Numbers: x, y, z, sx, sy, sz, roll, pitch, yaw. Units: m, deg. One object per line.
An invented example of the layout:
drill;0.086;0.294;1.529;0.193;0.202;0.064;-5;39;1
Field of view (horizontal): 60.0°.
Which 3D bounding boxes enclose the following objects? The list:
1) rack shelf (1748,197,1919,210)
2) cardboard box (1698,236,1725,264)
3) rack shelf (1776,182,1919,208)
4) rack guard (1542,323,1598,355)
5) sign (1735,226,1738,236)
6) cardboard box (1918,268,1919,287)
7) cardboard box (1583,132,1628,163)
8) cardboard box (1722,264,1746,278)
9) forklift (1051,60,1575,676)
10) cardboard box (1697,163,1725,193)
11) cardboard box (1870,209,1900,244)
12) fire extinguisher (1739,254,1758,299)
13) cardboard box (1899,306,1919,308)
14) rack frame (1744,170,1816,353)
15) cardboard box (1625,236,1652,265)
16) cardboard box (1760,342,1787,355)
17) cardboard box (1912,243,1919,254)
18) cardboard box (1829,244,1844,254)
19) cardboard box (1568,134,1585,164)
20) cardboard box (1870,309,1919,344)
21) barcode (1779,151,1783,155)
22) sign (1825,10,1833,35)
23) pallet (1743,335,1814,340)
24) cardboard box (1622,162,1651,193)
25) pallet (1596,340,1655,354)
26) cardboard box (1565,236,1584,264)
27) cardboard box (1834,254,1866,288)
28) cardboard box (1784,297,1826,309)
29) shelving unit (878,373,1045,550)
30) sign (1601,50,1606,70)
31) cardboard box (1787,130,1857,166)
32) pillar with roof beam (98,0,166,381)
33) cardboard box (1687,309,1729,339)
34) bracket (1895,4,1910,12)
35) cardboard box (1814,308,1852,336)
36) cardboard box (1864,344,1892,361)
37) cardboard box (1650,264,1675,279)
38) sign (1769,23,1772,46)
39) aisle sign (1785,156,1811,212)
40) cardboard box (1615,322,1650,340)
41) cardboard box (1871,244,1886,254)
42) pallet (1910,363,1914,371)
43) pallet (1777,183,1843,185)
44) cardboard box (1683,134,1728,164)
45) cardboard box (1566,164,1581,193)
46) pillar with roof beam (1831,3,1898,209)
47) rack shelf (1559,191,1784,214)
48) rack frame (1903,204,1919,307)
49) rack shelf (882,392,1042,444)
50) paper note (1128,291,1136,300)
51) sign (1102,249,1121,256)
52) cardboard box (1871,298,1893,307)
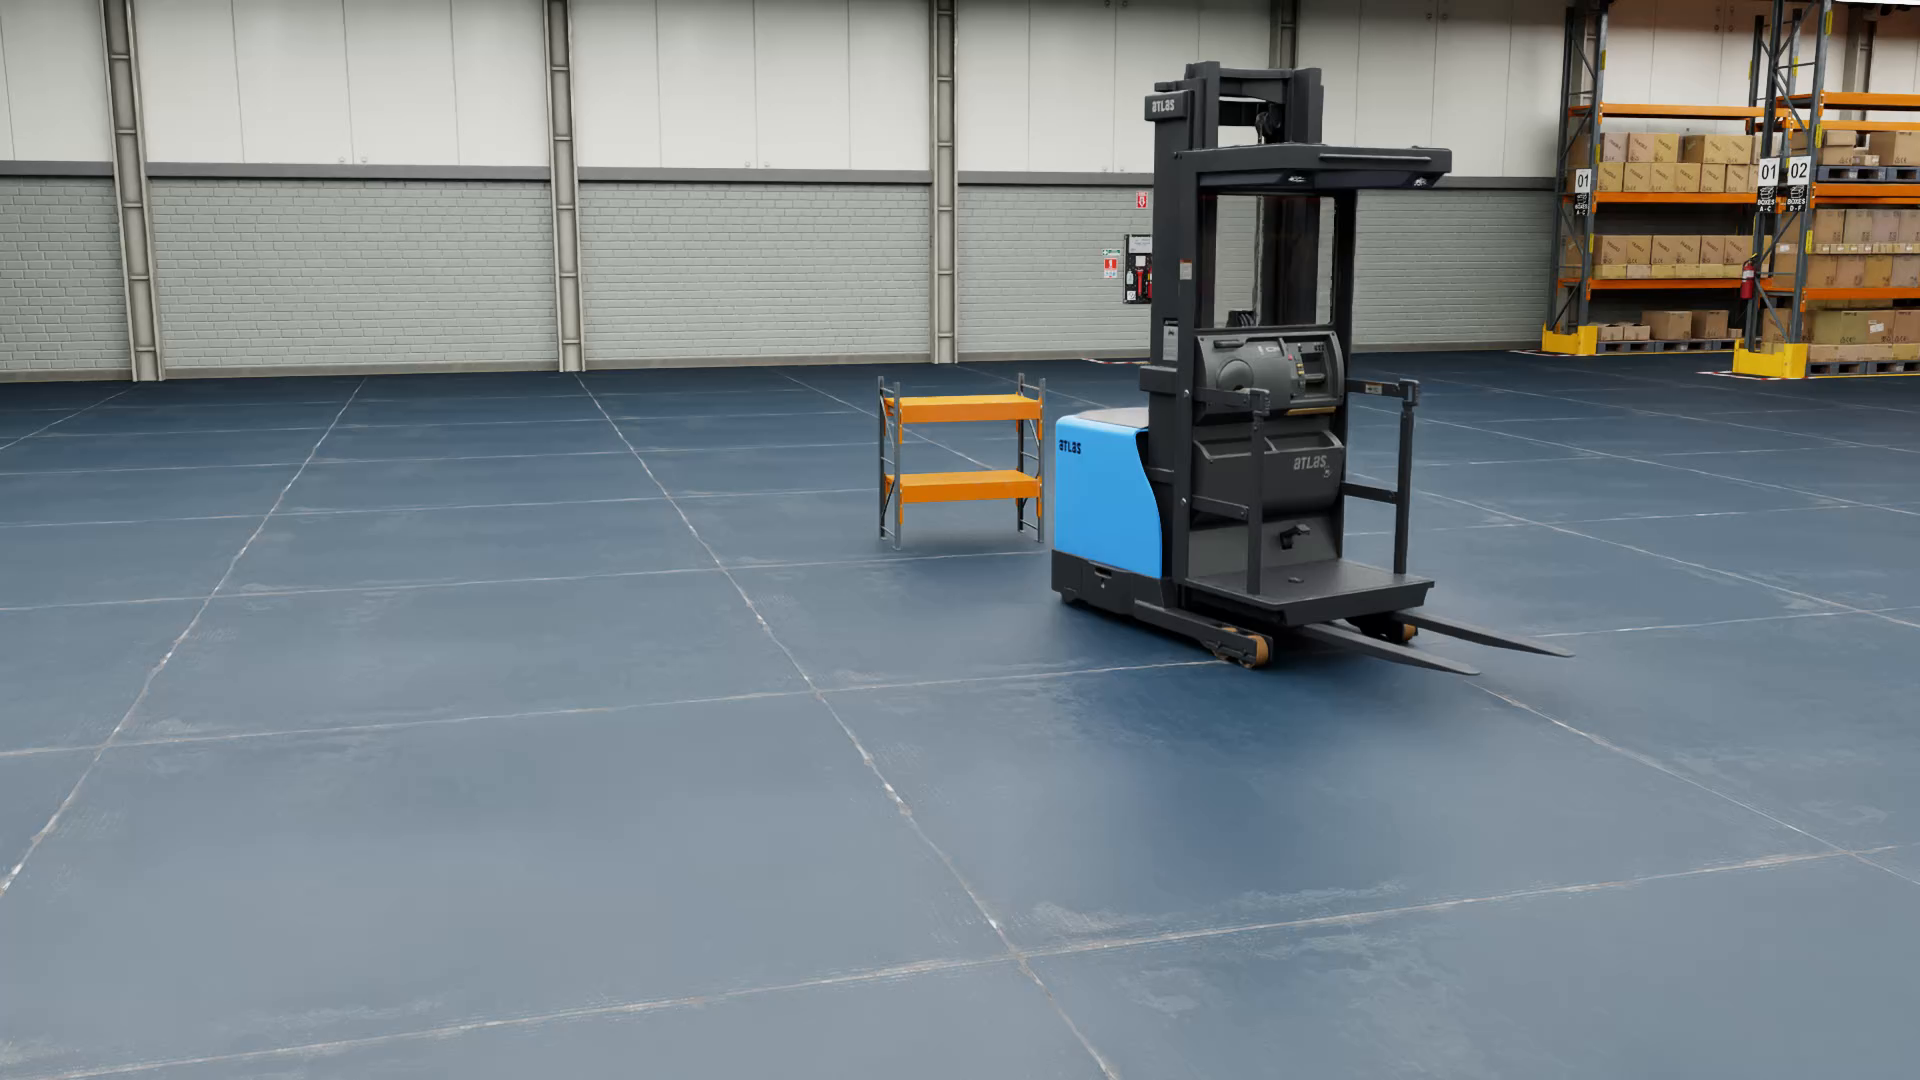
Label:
rack shelf;16.586;-6.256;30.945;4.000;0.370;1.077;-3;11;-16
cardboard box;13.334;-5.210;29.853;0.500;0.500;0.500;-3;11;-18
rack shelf;14.133;-5.192;25.169;4.000;0.370;1.077;-3;11;-16
rack guard;10.898;-3.605;29.749;0.348;0.500;1.175;-3;11;-16
sign;14.507;-5.699;31.020;0.005;0.325;0.100;-3;11;-16
cardboard box;14.642;-4.145;25.503;0.500;0.500;0.700;-3;11;-15
cardboard box;11.262;-6.834;29.006;0.500;0.500;0.500;-4;11;-20
cardboard box;13.815;-4.869;30.068;0.500;0.250;0.500;-3;11;-16
forklift;1.716;-0.909;8.388;1.130;2.935;3.031;-6;12;-30
cardboard box;13.239;-6.441;29.632;0.500;0.500;0.500;-3;11;-18
cardboard box;13.703;-4.734;25.119;0.500;0.500;0.700;-3;11;-16
fire extinguisher;11.970;-4.007;25.239;0.183;0.674;0.296;-3;11;-16
cardboard box;15.043;-3.400;26.091;0.500;0.500;0.500;-3;11;-16
rack frame;12.213;-3.970;24.825;0.127;3.000;1.000;-3;11;-16
cardboard box;11.844;-5.131;29.420;0.500;0.500;0.500;-3;11;-16
cardboard box;12.645;-2.903;25.463;0.500;0.250;0.500;-3;11;-16
cardboard box;14.379;-4.411;25.157;0.250;0.149;0.380;-3;11;-14
cardboard box;12.903;-4.334;24.737;0.250;0.149;0.380;-3;11;-17
cardboard box;11.166;-6.924;29.495;0.500;0.500;0.500;-3;11;-13
cardboard box;14.231;-3.257;25.316;0.500;0.500;0.500;-3;11;-16
barcode;12.368;-5.830;25.040;0.075;0.075;0.001;-3;11;-16
sign;12.362;-7.361;23.658;0.005;0.325;0.100;-3;11;-16
pallet;15.412;-3.701;31.069;1.213;0.211;1.003;-3;11;-16
cardboard box;11.741;-6.359;29.189;0.500;0.500;0.500;-2;11;-12
pallet;11.688;-3.498;29.965;1.213;0.211;1.003;-3;11;-16
cardboard box;11.218;-5.196;29.776;0.500;0.500;0.500;-3;11;-17
cardboard box;13.168;-4.068;25.082;0.500;0.500;0.700;-3;11;-14
cardboard box;15.789;-4.452;31.063;0.500;0.250;0.500;-3;11;-17
shelving unit;0.006;-0.554;11.446;1.048;1.125;0.538;-3;11;-16
sign;10.976;-8.185;28.355;0.005;0.325;0.100;-3;11;-16
cardboard box;12.766;-5.800;24.648;0.637;0.503;0.797;-2;11;-12
pillar with roof beam;-10.585;-6.004;19.306;0.400;9.000;9.100;-3;11;-16
cardboard box;13.680;-3.961;30.465;0.500;0.500;0.500;-4;11;-20
bracket;17.514;-10.000;31.070;0.430;0.232;0.235;-3;11;-16
cardboard box;13.601;-3.325;25.686;0.500;0.500;0.500;-3;11;-16
cardboard box;13.749;-2.864;25.252;0.500;0.250;0.500;-3;11;-16
cardboard box;12.367;-4.790;29.639;0.500;0.250;0.500;-3;11;-17
sign;12.075;-7.514;24.707;0.005;0.325;0.100;-3;11;-16
aisle sign;12.235;-5.192;24.283;0.004;0.787;0.394;-3;11;-16
cardboard box;12.062;-3.773;29.968;0.500;0.311;0.500;-2;11;-11
cardboard box;13.641;-4.373;24.947;0.250;0.149;0.380;-3;11;-18
pallet;15.278;-2.768;25.998;1.213;0.211;1.003;-3;11;-16
pallet;15.288;-6.429;30.416;1.003;0.211;1.213;-3;11;-16
cardboard box;13.238;-6.929;29.521;0.500;0.500;0.500;-3;11;-18
cardboard box;11.155;-6.430;29.573;0.500;0.500;0.500;-2;11;-12
pillar with roof beam;18.219;-7.522;27.552;0.548;9.000;9.100;-3;11;-16
rack shelf;12.745;-6.053;29.845;4.000;0.370;1.077;-3;11;-16
rack frame;18.506;-5.236;31.701;0.127;3.000;1.000;-3;11;-16
rack shelf;0.006;-0.841;11.394;1.000;0.278;0.538;-3;11;-16
paper note;2.922;-4.164;28.315;0.142;0.148;0.016;-3;11;-16
sign;2.558;-4.861;28.106;0.331;0.109;0.001;-3;11;-16
cardboard box;17.264;-4.528;31.475;0.500;0.250;0.500;-3;11;-15
